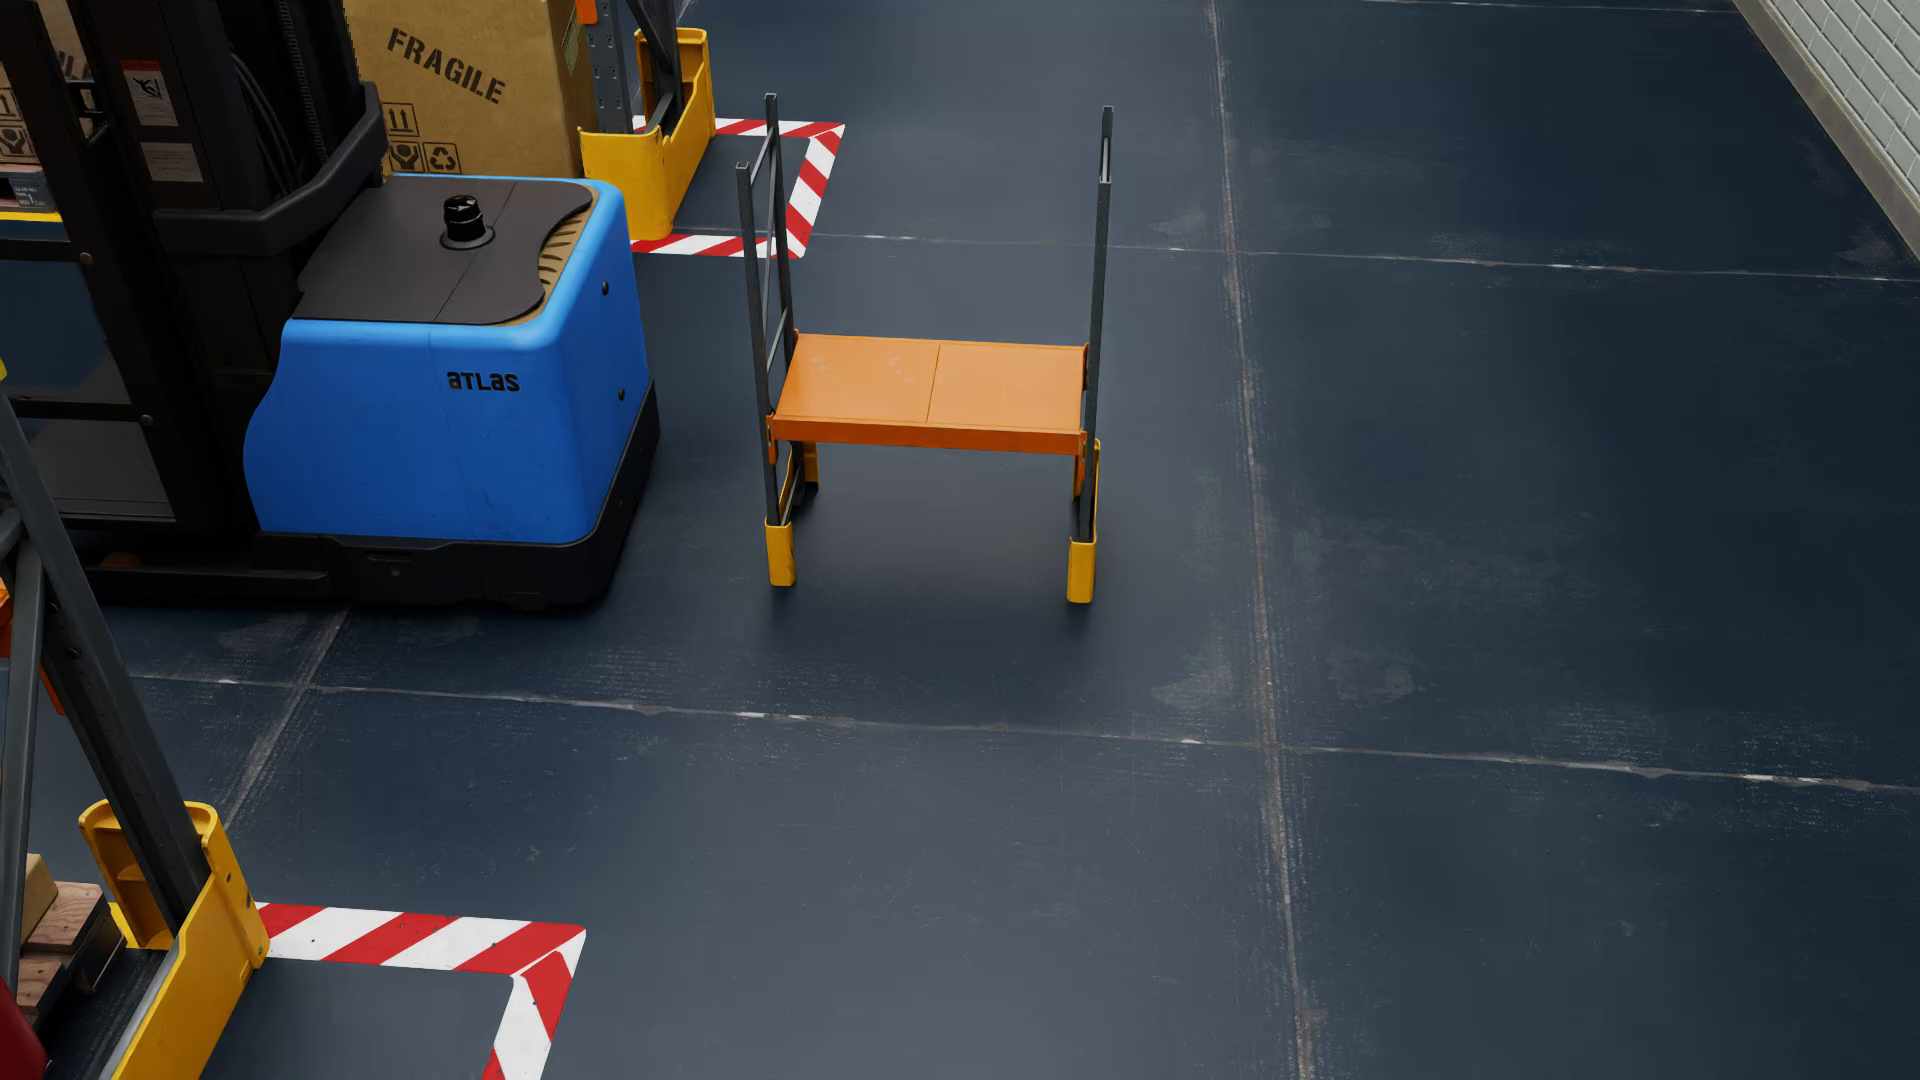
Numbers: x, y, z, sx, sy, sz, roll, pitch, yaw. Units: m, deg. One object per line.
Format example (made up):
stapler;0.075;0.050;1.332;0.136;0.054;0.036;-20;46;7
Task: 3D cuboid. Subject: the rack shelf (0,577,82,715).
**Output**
rack shelf;-3.968;0.417;3.431;4.000;0.370;1.077;3;39;4

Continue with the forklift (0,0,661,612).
forklift;-2.639;-1.264;4.981;3.031;2.935;1.130;2;39;3

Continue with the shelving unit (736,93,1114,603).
shelving unit;-0.076;-0.586;5.282;1.083;1.500;0.587;3;39;4

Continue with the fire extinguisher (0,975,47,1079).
fire extinguisher;-1.764;0.726;2.839;0.183;0.674;0.296;3;39;4

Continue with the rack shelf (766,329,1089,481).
rack shelf;-0.085;-0.447;5.396;1.000;0.185;0.538;3;39;4

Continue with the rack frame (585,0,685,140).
rack frame;-1.447;-2.867;6.896;0.127;3.000;1.000;3;39;4

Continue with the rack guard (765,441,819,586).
rack guard;-0.572;-0.128;5.710;0.087;0.250;0.587;3;39;4

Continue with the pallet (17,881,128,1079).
pallet;-2.858;1.258;4.037;1.213;0.211;1.003;3;39;4

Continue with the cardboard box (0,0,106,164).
cardboard box;-3.885;-2.288;7.535;0.875;0.875;0.875;3;39;4

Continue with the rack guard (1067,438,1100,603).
rack guard;0.420;-0.074;5.643;0.087;0.250;0.587;3;39;4

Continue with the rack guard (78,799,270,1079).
rack guard;-2.051;1.213;3.864;0.348;0.500;1.175;3;39;4

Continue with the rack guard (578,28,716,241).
rack guard;-1.423;-1.896;7.683;0.348;0.500;1.175;3;39;4

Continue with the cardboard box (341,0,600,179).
cardboard box;-2.091;-2.190;7.415;0.875;0.875;0.875;3;39;4

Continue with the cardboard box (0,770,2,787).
cardboard box;-2.468;0.717;3.947;0.250;0.149;0.380;1;39;2

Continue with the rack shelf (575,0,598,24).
rack shelf;-3.440;-2.697;7.257;4.000;0.370;1.077;3;39;4

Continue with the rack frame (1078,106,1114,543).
rack frame;0.421;-0.559;5.248;0.032;1.500;0.500;3;39;4

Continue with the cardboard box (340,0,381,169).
cardboard box;-2.998;-2.240;7.476;0.875;0.875;0.875;3;39;4

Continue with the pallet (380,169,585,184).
pallet;-2.250;-1.779;7.769;1.213;0.211;1.003;3;39;4

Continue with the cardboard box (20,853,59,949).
cardboard box;-2.470;0.960;4.120;0.250;0.149;0.380;4;39;5

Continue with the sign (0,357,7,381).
sign;-1.929;-0.430;3.216;0.005;0.325;0.100;3;39;4

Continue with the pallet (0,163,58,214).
pallet;-4.681;-1.912;7.932;1.213;0.211;1.003;3;39;4

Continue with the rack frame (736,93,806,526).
rack frame;-0.591;-0.614;5.316;0.032;1.500;0.500;3;39;4

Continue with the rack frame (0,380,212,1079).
rack frame;-1.976;0.247;3.070;0.127;3.000;1.000;3;39;4
